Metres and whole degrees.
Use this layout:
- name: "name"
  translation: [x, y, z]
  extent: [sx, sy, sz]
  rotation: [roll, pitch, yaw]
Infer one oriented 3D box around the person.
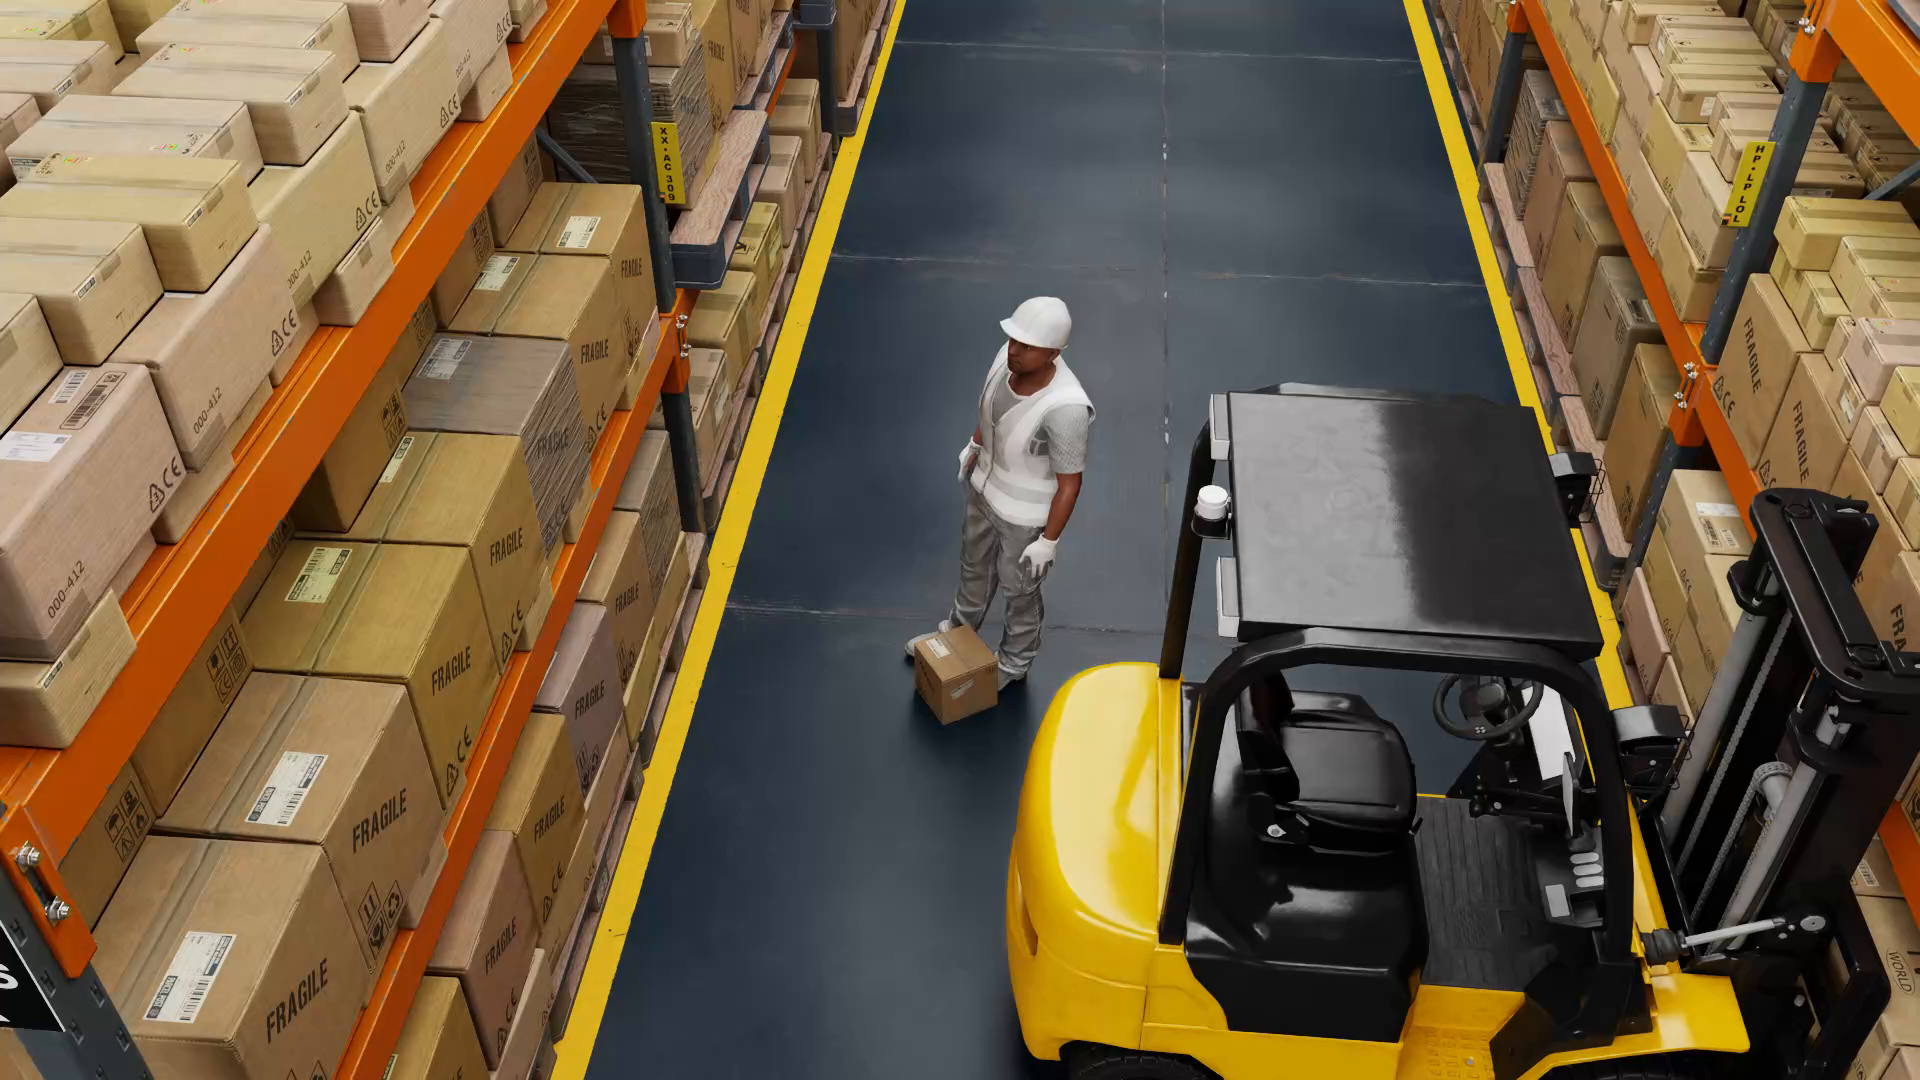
- name: "person"
  translation: [0.147, -0.131, 6.284]
  extent: [0.575, 1.786, 0.656]
  rotation: [-18, 43, -20]
